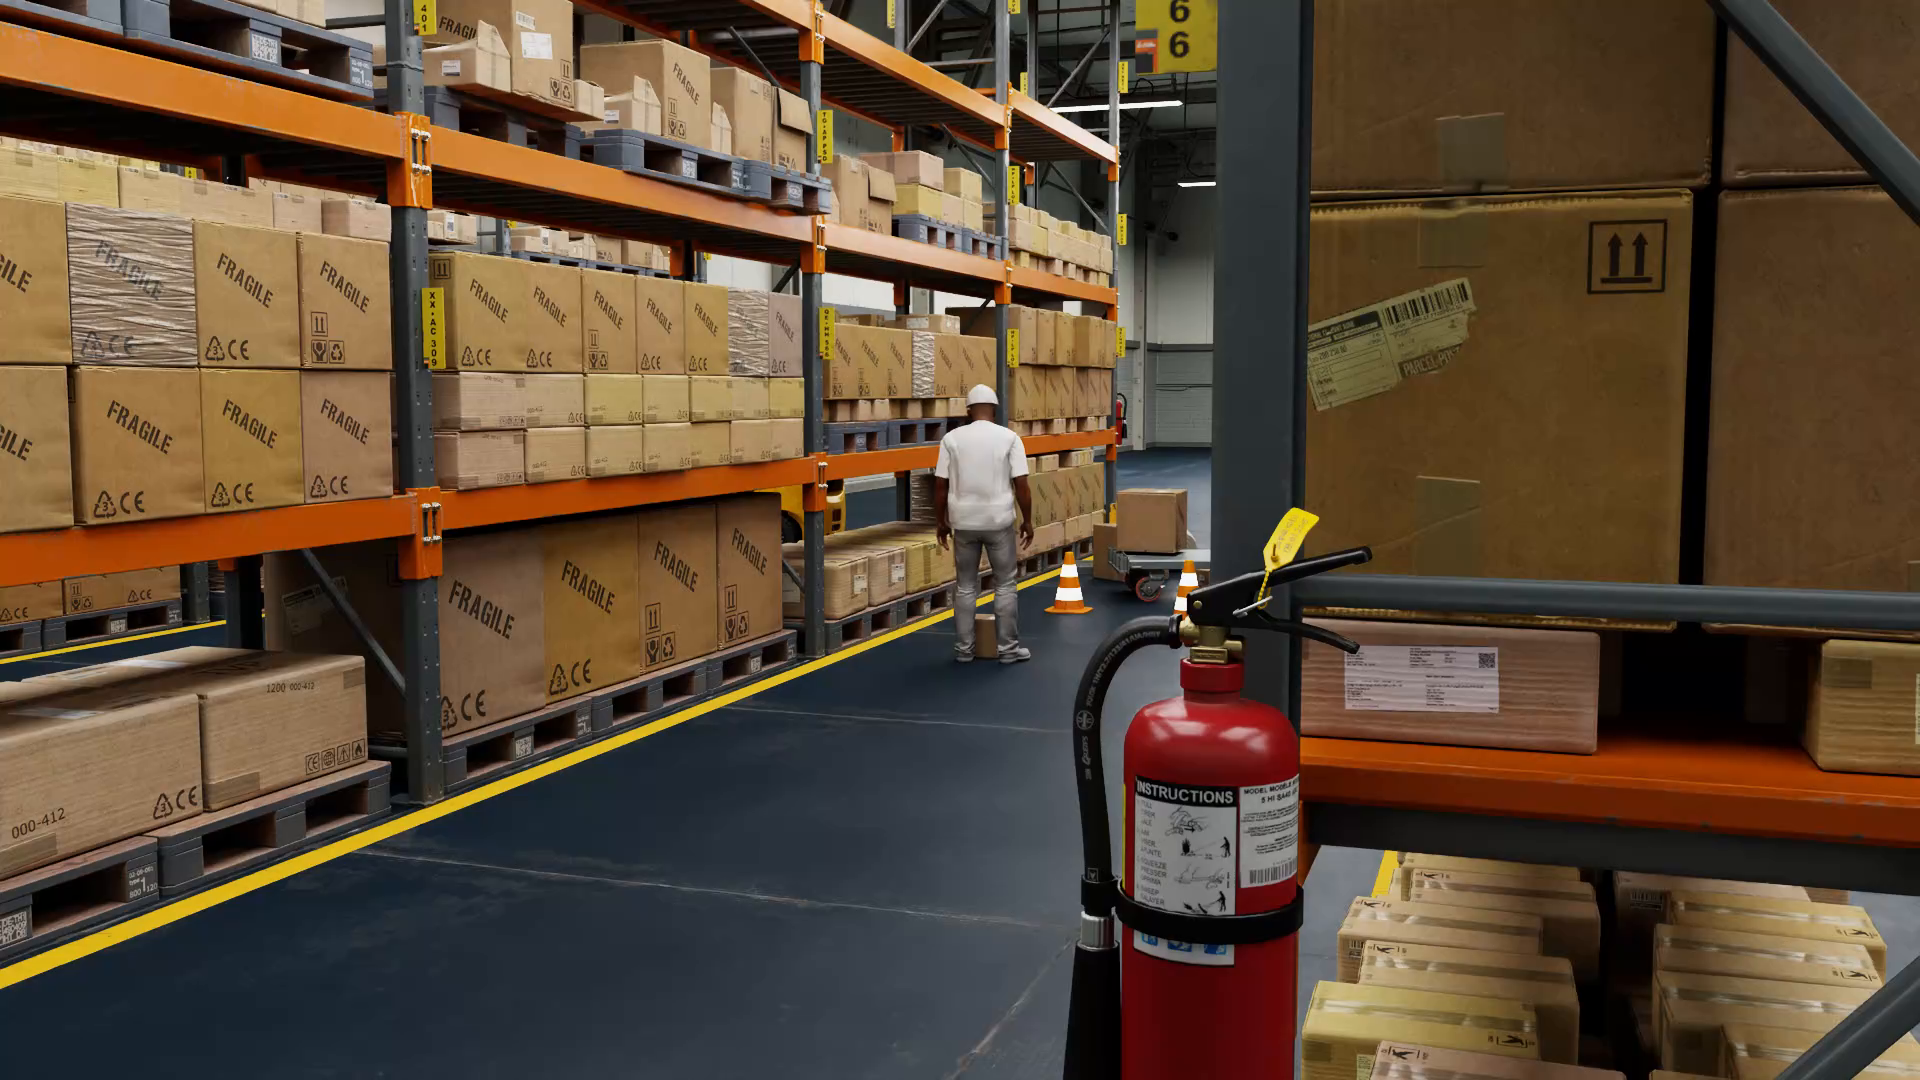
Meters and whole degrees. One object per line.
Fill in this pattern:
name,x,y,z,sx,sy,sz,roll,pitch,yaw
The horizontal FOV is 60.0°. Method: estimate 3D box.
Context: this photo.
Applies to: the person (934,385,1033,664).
person,0.153,-0.104,10.562,0.630,1.759,0.465,1,5,12
